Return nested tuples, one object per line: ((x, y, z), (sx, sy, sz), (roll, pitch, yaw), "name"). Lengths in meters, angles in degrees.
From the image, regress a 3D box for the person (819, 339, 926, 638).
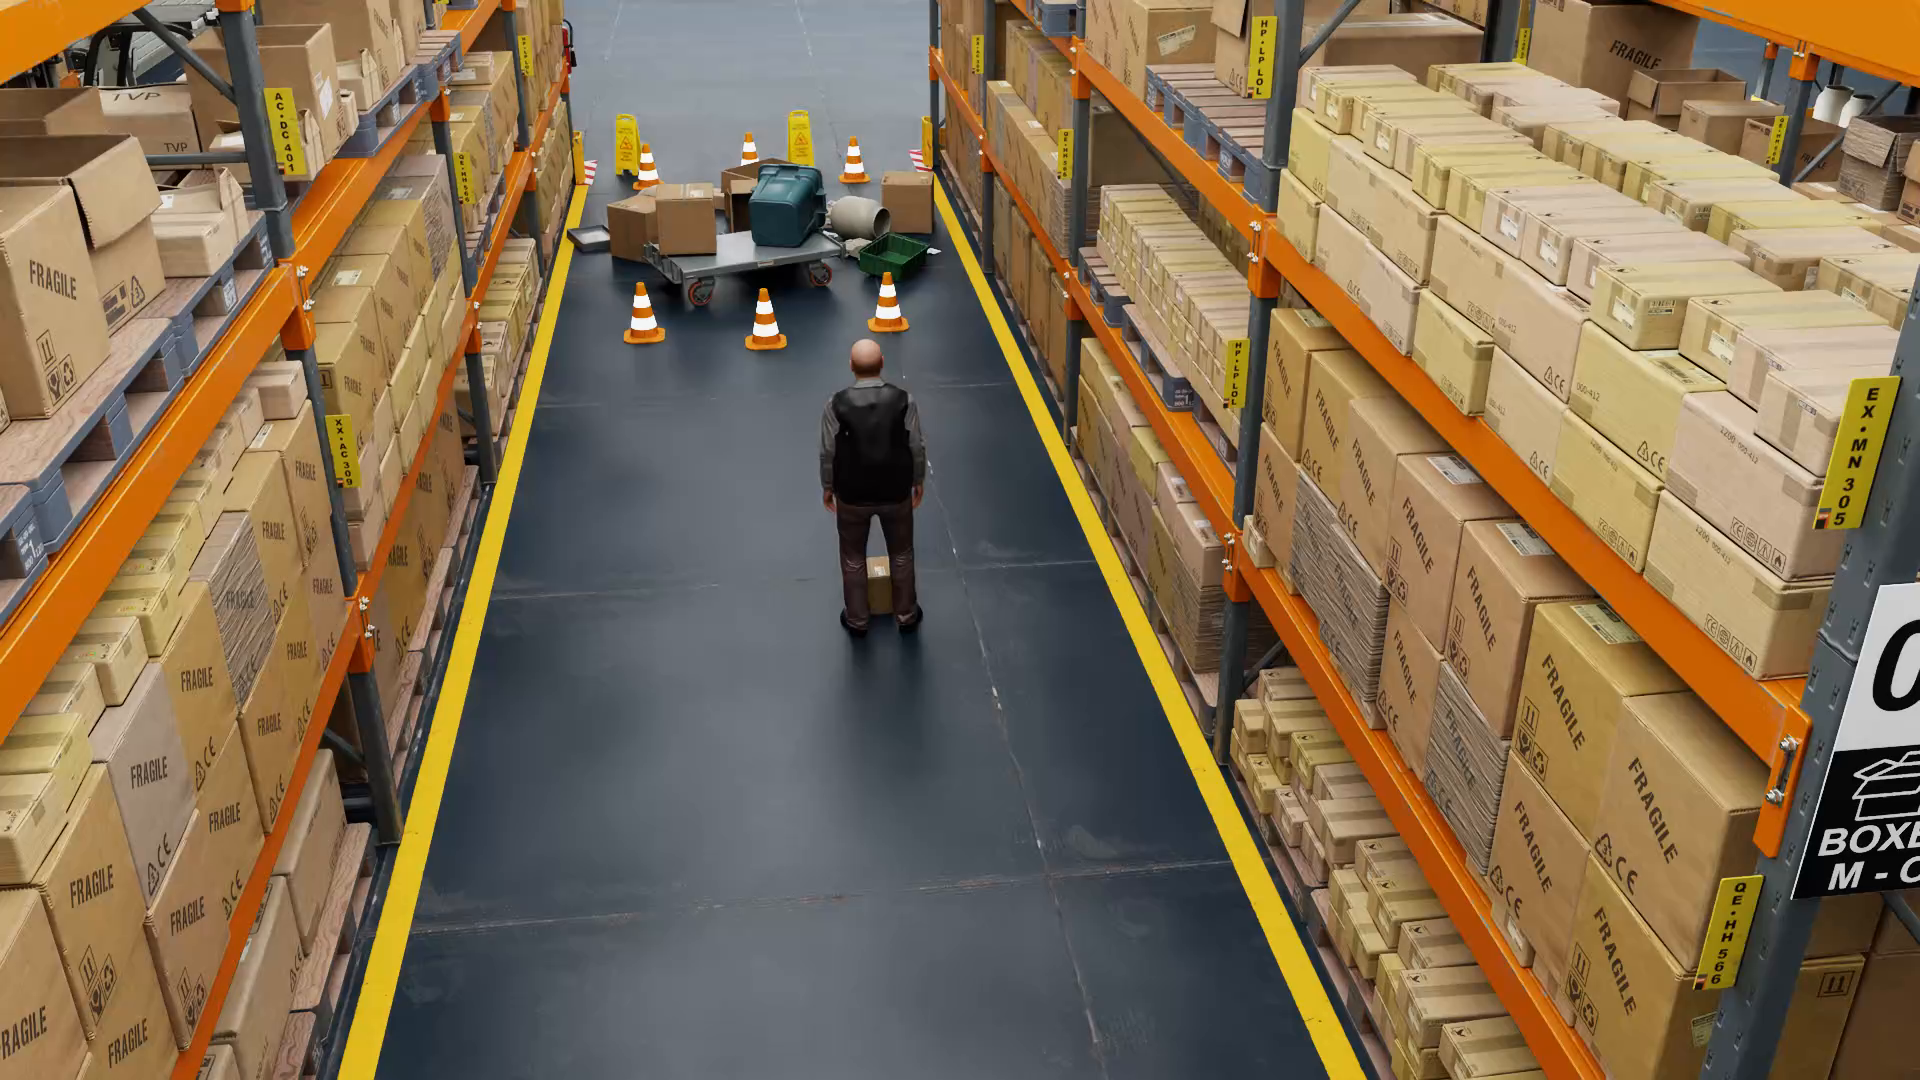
((-0.475, -0.261, 9.155), (0.581, 1.721, 0.419), (-3, 27, -7), "person")
